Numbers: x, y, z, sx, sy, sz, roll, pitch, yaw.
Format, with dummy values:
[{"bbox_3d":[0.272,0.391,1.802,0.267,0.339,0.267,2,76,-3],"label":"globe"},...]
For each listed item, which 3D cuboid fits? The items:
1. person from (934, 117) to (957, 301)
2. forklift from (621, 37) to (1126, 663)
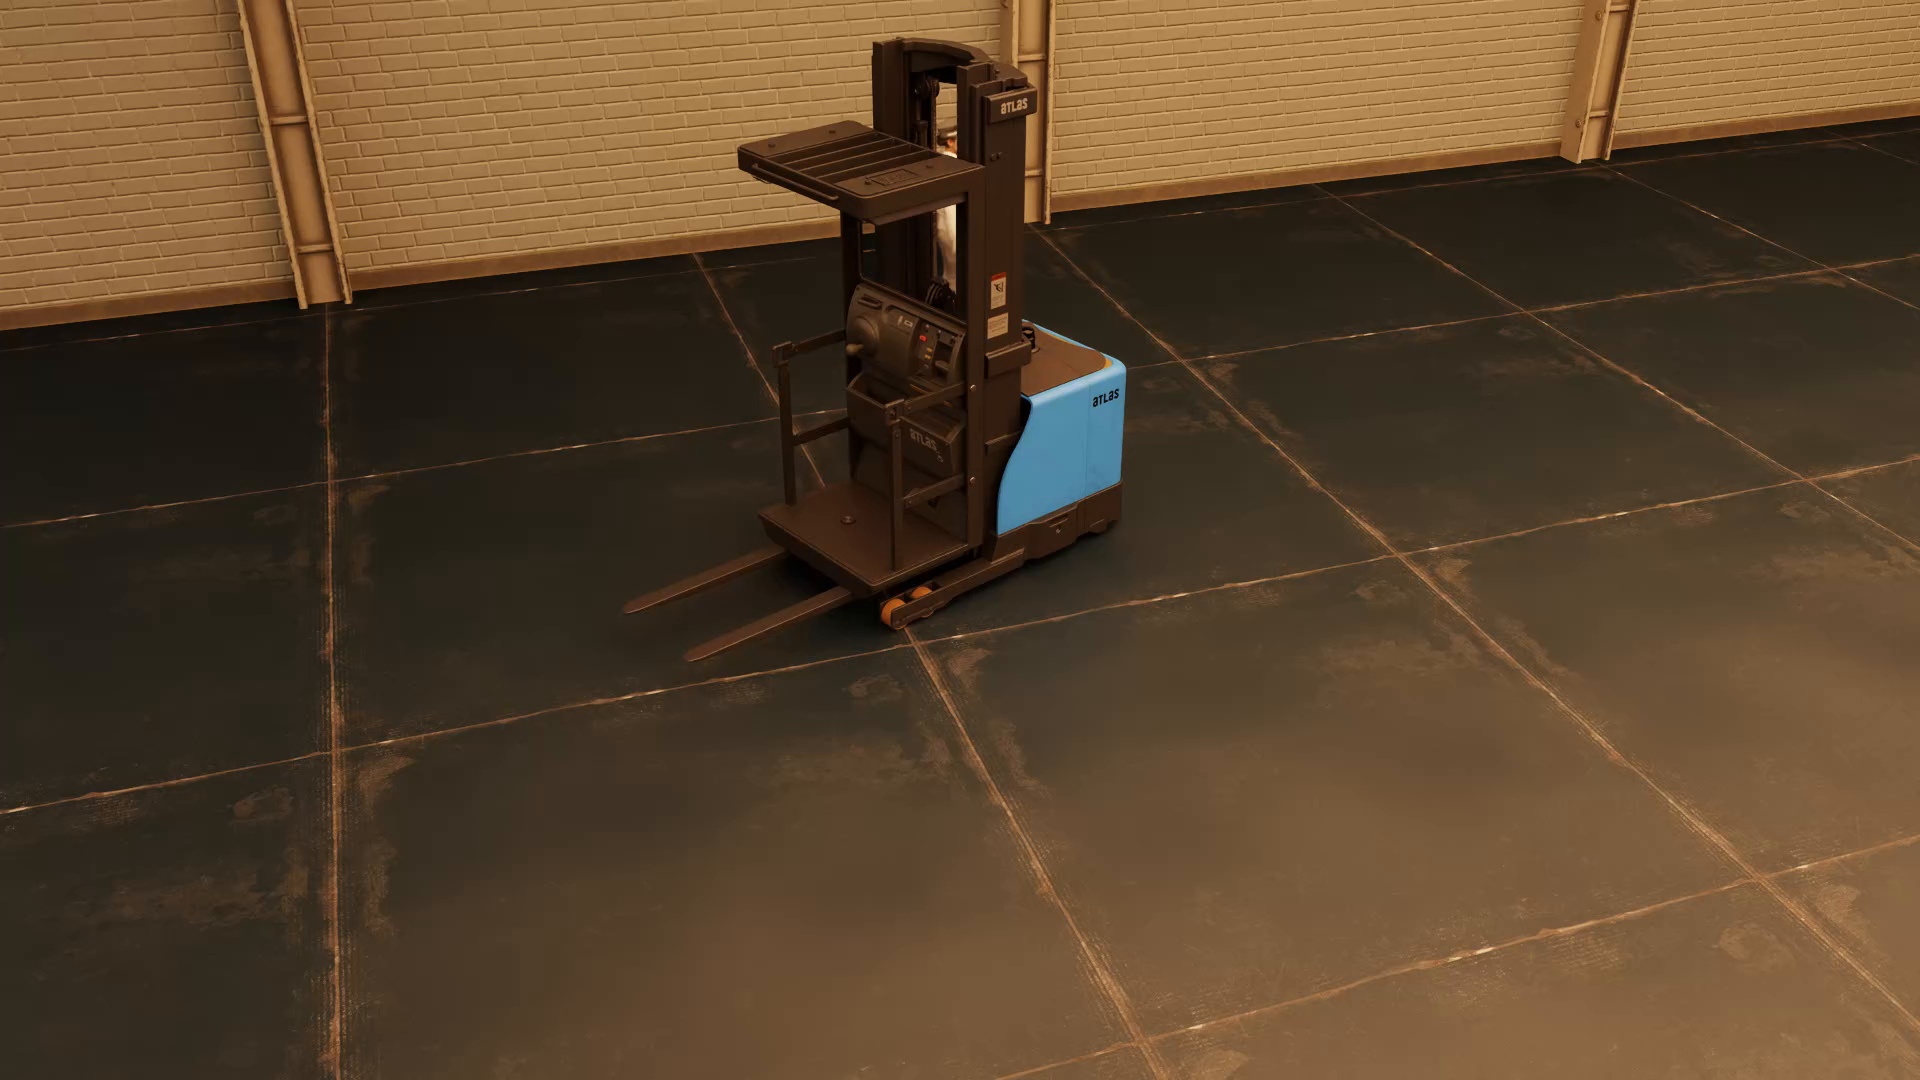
[{"bbox_3d":[-0.024,-2.303,12.346,0.355,1.685,0.535,-5,30,-9],"label":"person"},{"bbox_3d":[-0.461,-1.072,8.951,3.031,2.935,1.130,-23,37,-34],"label":"forklift"}]
